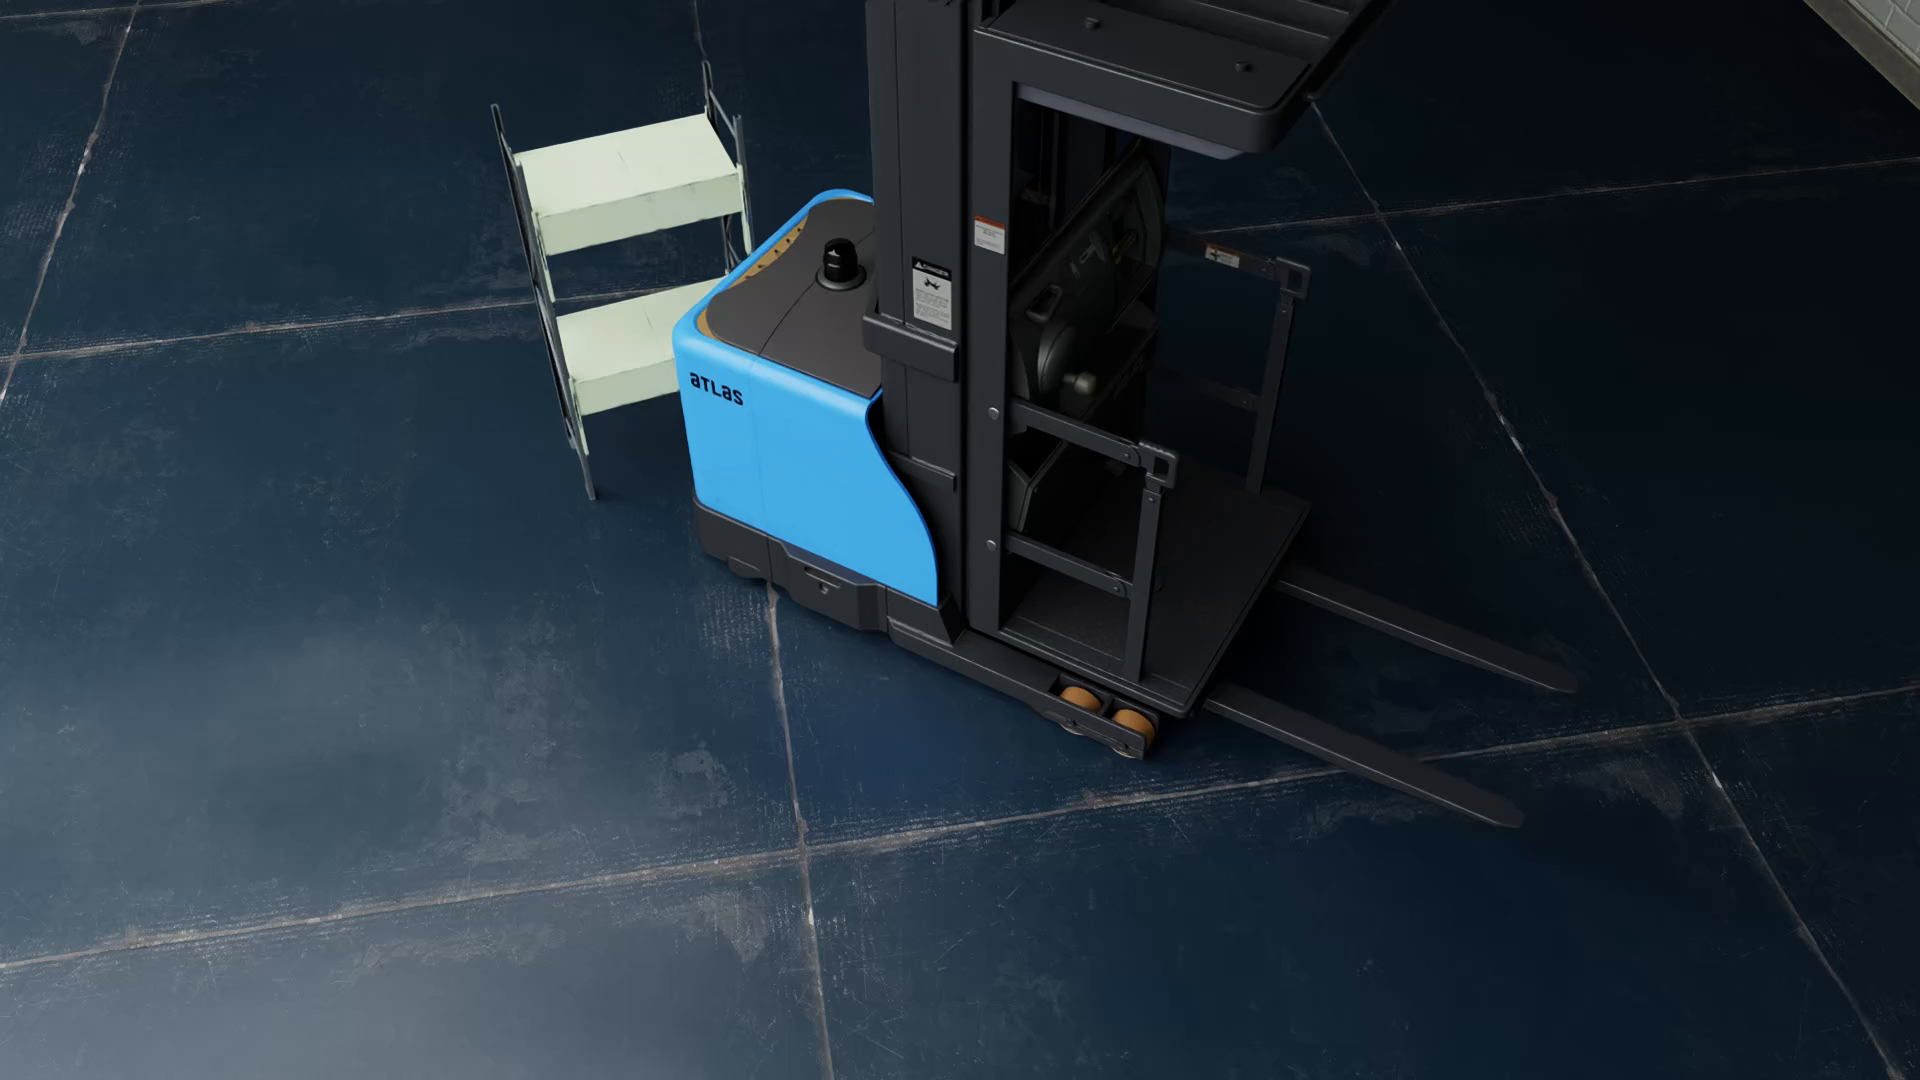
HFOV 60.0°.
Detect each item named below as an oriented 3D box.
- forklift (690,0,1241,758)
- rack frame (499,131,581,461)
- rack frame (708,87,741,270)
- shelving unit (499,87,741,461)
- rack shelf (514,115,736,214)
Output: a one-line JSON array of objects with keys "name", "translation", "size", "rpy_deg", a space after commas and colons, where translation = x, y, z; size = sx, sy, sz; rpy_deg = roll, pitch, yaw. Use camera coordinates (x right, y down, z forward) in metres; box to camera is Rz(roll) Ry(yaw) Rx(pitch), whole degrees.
[{"name": "forklift", "translation": [0.565, -0.726, 4.914], "size": [3.031, 2.935, 1.109], "rpy_deg": [23, 50, 20]}, {"name": "rack frame", "translation": [-1.487, -0.808, 5.986], "size": [0.010, 1.308, 0.380], "rpy_deg": [-16, 48, -15]}, {"name": "rack frame", "translation": [-0.810, -1.008, 6.179], "size": [0.010, 1.308, 0.380], "rpy_deg": [-16, 48, -15]}, {"name": "shelving unit", "translation": [-1.148, -0.908, 6.083], "size": [0.742, 1.308, 0.380], "rpy_deg": [-16, 48, -15]}, {"name": "rack shelf", "translation": [-1.148, -1.271, 5.705], "size": [0.686, 0.052, 0.368], "rpy_deg": [-16, 48, -15]}]
